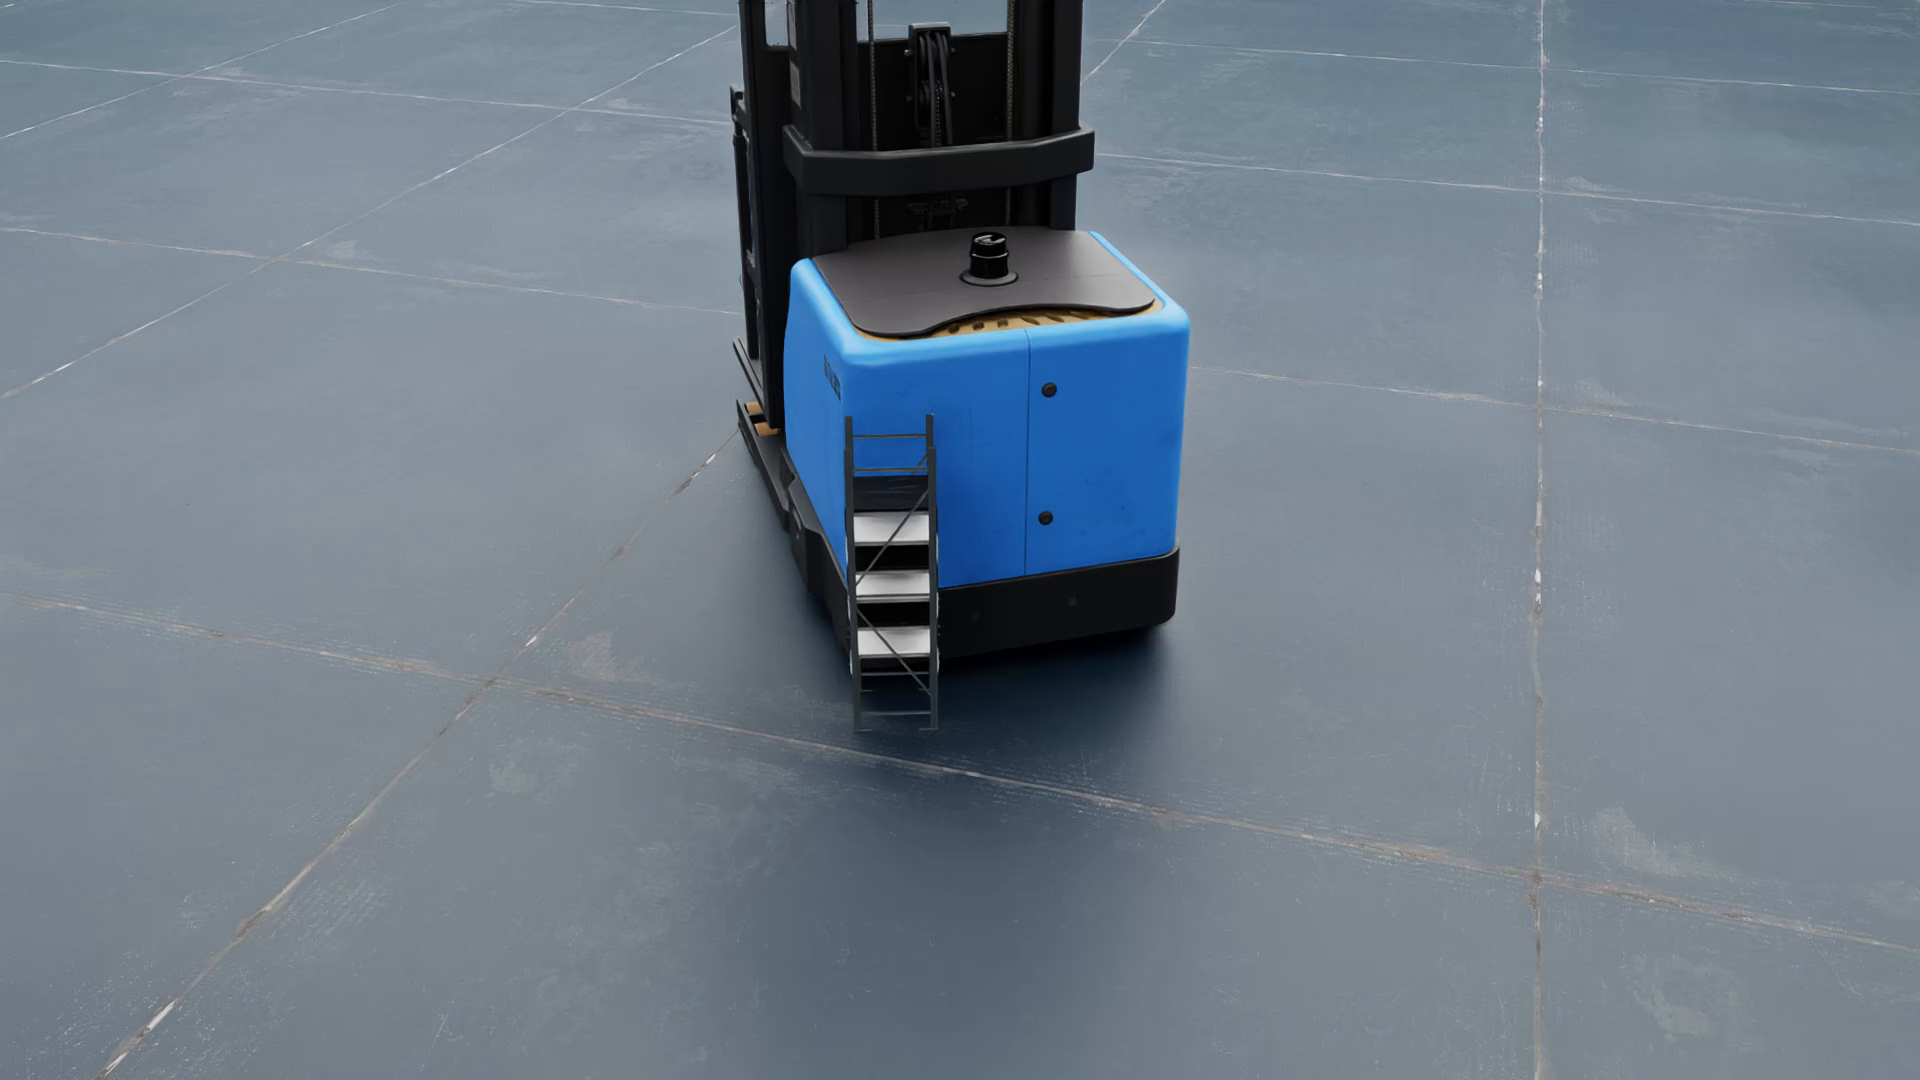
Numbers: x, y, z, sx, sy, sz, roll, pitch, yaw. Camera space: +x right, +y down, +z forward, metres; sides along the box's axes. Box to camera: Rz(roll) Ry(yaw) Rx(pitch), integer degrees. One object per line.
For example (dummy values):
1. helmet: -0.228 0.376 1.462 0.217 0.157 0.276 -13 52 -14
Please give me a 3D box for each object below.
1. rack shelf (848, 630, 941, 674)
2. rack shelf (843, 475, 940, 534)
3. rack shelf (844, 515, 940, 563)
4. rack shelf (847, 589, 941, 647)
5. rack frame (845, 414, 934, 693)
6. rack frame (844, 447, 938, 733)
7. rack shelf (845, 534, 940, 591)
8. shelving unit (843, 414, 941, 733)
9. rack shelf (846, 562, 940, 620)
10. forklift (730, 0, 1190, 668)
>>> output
1. rack shelf: -0.188 0.292 4.739 0.258 0.077 0.200 -1 29 -2
2. rack shelf: -0.188 -0.102 4.520 0.258 0.077 0.200 -1 29 -2
3. rack shelf: -0.188 -0.023 4.564 0.258 0.077 0.200 -1 29 -2
4. rack shelf: -0.188 0.213 4.695 0.258 0.077 0.200 -1 29 -2
5. rack frame: -0.193 0.056 4.724 0.240 0.900 0.006 -1 29 -2
6. rack frame: -0.183 0.155 4.547 0.240 0.900 0.006 -1 29 -2
7. rack shelf: -0.188 0.056 4.608 0.258 0.077 0.200 -1 29 -2
8. shelving unit: -0.188 0.105 4.635 0.258 0.900 0.210 -1 29 -2
9. rack shelf: -0.188 0.134 4.651 0.258 0.077 0.200 -1 29 -2
10. forklift: -0.228 -1.603 5.617 1.130 2.935 3.031 -8 30 -14
